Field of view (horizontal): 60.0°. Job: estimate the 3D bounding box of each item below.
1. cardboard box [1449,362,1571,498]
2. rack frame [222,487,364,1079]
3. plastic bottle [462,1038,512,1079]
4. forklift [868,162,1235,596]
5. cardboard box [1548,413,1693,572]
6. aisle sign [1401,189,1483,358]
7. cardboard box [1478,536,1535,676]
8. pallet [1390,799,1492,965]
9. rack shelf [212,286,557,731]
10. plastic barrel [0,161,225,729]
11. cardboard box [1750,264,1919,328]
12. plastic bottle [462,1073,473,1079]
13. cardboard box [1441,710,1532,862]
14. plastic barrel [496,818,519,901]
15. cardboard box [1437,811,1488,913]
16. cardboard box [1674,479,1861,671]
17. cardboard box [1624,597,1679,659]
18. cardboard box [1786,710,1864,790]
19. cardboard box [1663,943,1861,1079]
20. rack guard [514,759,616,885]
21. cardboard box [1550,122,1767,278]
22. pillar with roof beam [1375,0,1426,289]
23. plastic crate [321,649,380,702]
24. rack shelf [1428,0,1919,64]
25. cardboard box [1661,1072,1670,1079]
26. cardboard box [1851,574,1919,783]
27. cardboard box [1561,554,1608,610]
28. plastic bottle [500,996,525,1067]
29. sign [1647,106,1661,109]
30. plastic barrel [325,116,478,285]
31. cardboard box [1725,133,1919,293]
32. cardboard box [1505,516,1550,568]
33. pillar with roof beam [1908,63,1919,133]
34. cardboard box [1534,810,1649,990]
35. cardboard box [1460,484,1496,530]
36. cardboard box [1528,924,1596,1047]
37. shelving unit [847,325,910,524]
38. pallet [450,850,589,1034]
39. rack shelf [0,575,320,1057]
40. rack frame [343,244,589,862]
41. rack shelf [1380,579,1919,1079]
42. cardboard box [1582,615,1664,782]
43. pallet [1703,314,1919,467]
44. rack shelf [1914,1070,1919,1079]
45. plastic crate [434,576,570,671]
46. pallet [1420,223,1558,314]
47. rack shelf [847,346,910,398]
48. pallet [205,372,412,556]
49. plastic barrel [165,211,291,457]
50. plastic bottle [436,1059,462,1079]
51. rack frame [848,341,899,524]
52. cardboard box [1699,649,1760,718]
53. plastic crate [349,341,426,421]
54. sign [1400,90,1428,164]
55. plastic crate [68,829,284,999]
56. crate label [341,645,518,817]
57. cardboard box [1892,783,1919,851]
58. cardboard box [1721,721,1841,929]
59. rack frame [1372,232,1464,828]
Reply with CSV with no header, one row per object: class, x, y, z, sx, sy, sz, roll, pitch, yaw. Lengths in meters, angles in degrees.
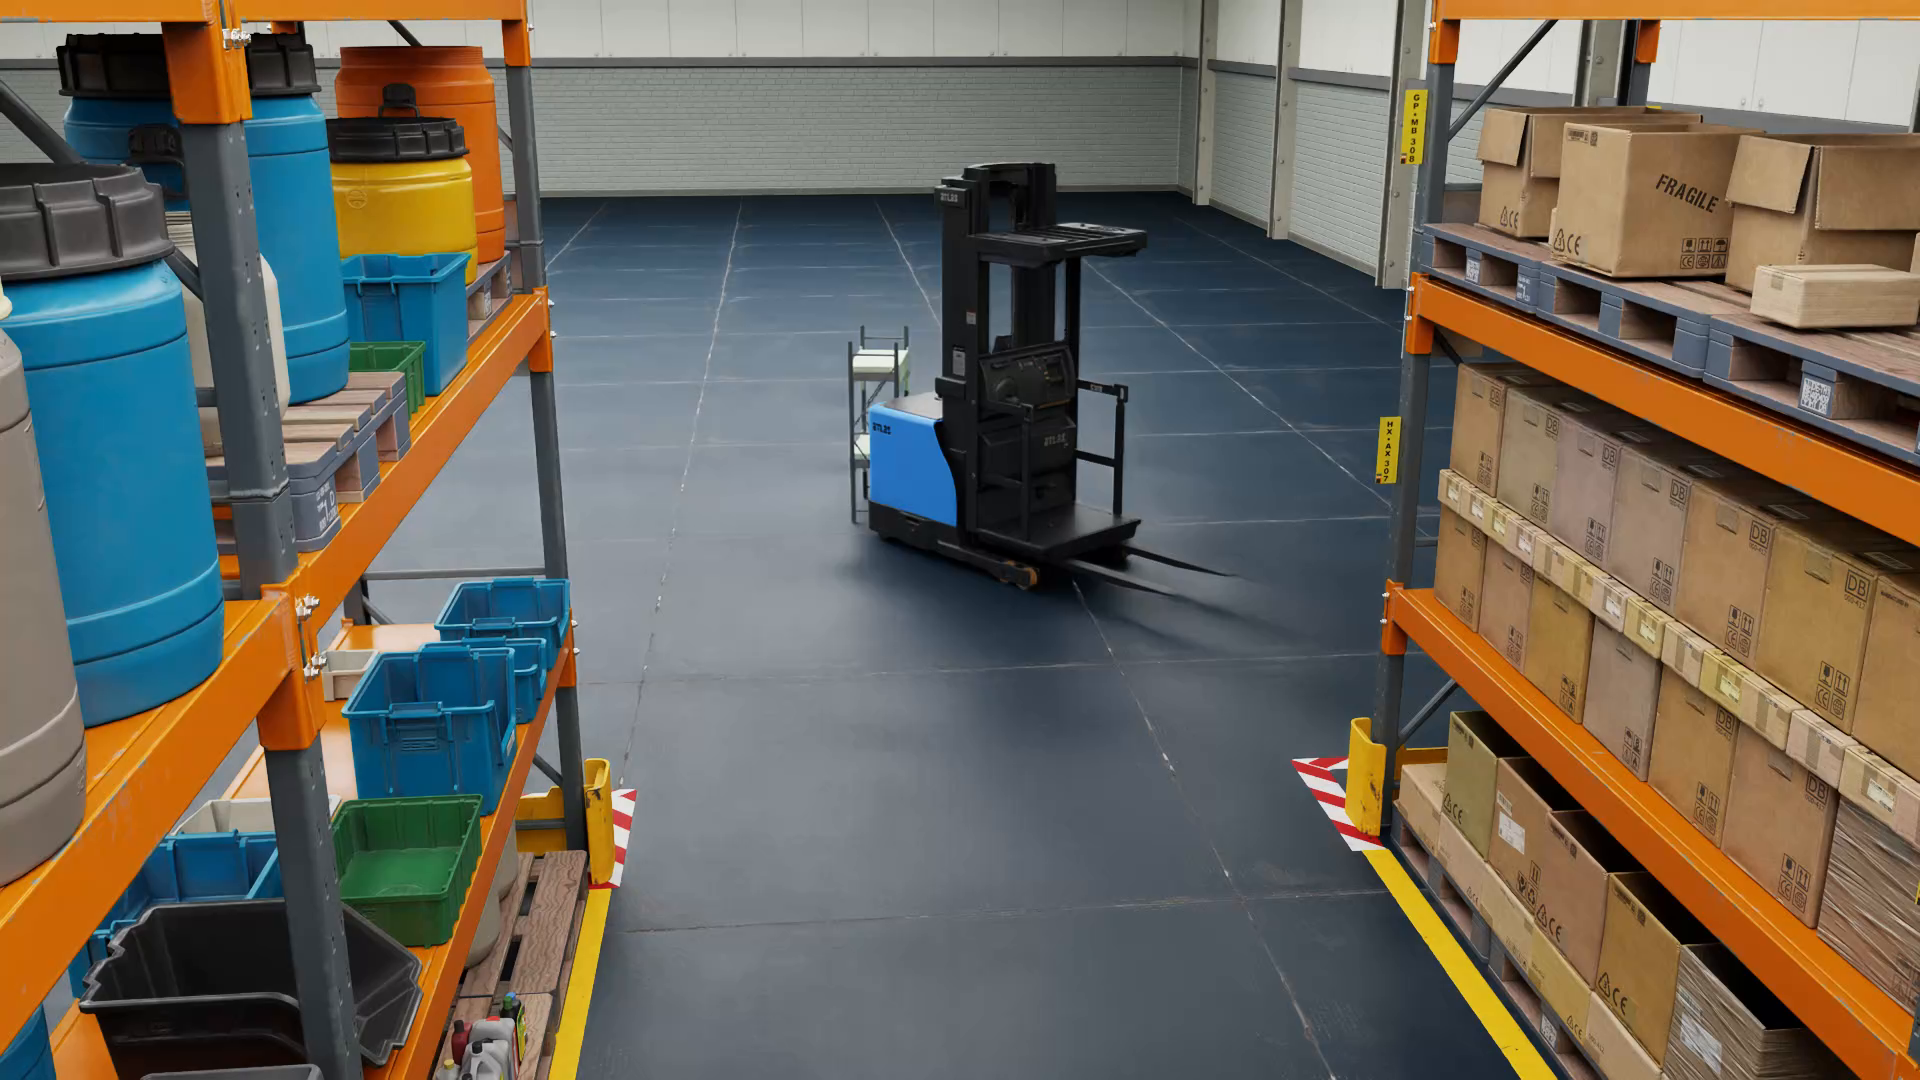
cardboard box,2.643,-0.505,7.445,0.700,0.500,0.500,-2,18,-5
rack frame,-1.912,1.350,3.869,1.000,3.000,0.127,-2,18,-6
plastic bottle,-1.686,1.899,5.934,0.152,0.276,0.135,-2,18,-7
forklift,0.650,-1.209,12.136,1.130,2.935,3.031,-16,23,-41
cardboard box,2.756,-0.198,6.468,0.700,0.500,0.500,-2,18,-5
aisle sign,2.291,-1.244,7.792,0.394,0.787,0.004,-2,18,-6
cardboard box,2.697,0.254,7.192,0.700,0.500,0.500,-1,17,-4
pallet,2.723,1.563,7.845,1.003,0.211,1.213,-2,18,-6
rack shelf,-2.119,-0.334,5.426,1.077,0.370,4.000,-2,18,-6
plastic barrel,-1.644,-0.176,2.884,0.600,0.901,0.708,-2,18,-6
cardboard box,2.619,-0.731,4.975,0.380,0.149,0.250,-2,18,-6
plastic bottle,-1.646,1.968,5.590,0.144,0.351,0.185,-2,18,-6
cardboard box,2.490,1.076,7.381,0.500,0.500,0.500,-2,18,-6
plastic barrel,-2.181,1.339,7.358,0.421,0.512,0.421,0,17,0
cardboard box,2.492,1.433,7.493,0.500,0.250,0.500,-2,18,-6
cardboard box,2.859,0.100,5.519,0.700,0.500,0.500,-2,18,-6
cardboard box,2.614,0.309,5.935,0.380,0.149,0.250,-1,17,-4
cardboard box,2.721,0.615,4.961,0.380,0.149,0.250,-2,18,-7
cardboard box,2.710,1.671,5.484,0.500,0.500,0.500,-2,18,-6
rack guard,-2.270,1.372,7.972,1.175,0.500,0.348,-2,18,-6
cardboard box,2.502,-1.236,5.998,0.500,0.500,0.500,-2,18,-6
pillar with roof beam,2.323,-8.058,23.821,9.100,9.000,0.400,-2,18,-6
plastic crate,-2.553,0.561,6.824,0.298,0.136,0.250,-2,18,-6
rack shelf,2.809,-1.726,5.520,1.077,0.370,4.000,-2,18,-6
cardboard box,2.708,2.029,5.596,0.500,0.250,0.500,-2,18,-6
cardboard box,2.963,0.399,4.564,0.700,0.500,0.500,-2,18,-5
cardboard box,2.564,0.156,6.421,0.380,0.149,0.250,-2,18,-6
plastic bottle,-1.669,1.812,6.197,0.061,0.283,0.133,-1,17,-4
sign,3.144,-1.822,7.619,0.100,0.325,0.005,-2,18,-6
plastic barrel,-2.081,-1.227,6.055,0.600,0.588,0.600,0,17,0
cardboard box,2.971,-1.044,5.380,0.797,0.503,0.637,0,17,0
cardboard box,2.507,0.001,6.917,0.380,0.149,0.250,-2,18,-6
pillar with roof beam,3.561,-4.483,12.433,9.100,9.000,0.400,-2,18,-6
cardboard box,2.589,1.374,6.431,0.500,0.500,0.500,-2,18,-6
cardboard box,2.459,-0.149,7.393,0.380,0.149,0.250,-2,18,-7
cardboard box,2.590,1.731,6.544,0.500,0.250,0.500,-2,18,-6
shelving unit,-0.659,-0.960,13.732,0.431,1.500,0.755,1,17,4
pallet,-2.192,1.752,7.244,1.003,0.211,1.213,-2,18,-6
rack shelf,-1.706,0.858,1.630,1.077,0.370,4.000,-2,18,-6
rack frame,-2.325,0.158,7.665,1.000,3.000,0.127,-2,18,-6
rack shelf,2.809,0.945,6.359,1.077,0.370,4.000,-2,18,-6
cardboard box,2.800,0.559,6.221,0.700,0.500,0.500,-1,17,-4
pallet,2.901,-0.444,4.724,1.003,0.211,1.213,-2,18,-6
rack shelf,3.221,2.137,2.563,1.077,0.370,4.000,-2,18,-6
plastic crate,-1.976,0.369,7.242,0.499,0.251,0.616,-2,18,-6
pallet,2.650,-1.171,7.039,1.003,0.211,1.213,-2,18,-6
rack shelf,-0.659,-1.333,13.615,0.431,0.370,0.720,1,17,4
pallet,-2.084,-0.203,4.123,1.213,0.211,1.003,-2,18,-6
plastic barrel,-1.761,-0.469,3.768,0.421,0.512,0.421,0,17,0
plastic bottle,-1.808,1.944,5.915,0.097,0.201,0.097,0,17,0
rack frame,-0.687,-0.851,13.384,0.400,1.500,0.023,1,17,4
cardboard box,2.671,0.463,5.444,0.380,0.149,0.250,-2,18,-6
plastic crate,-1.804,-0.459,4.976,0.336,0.188,0.450,-2,18,-6
sign,2.050,-1.864,7.508,0.100,0.325,0.005,-2,18,-6
plastic crate,-2.297,1.100,4.915,0.499,0.251,0.616,-2,18,-6
crate label,-1.866,0.681,5.940,0.502,0.435,0.616,-2,18,-6
cardboard box,2.774,0.766,4.478,0.380,0.149,0.250,-2,18,-6
cardboard box,2.902,0.861,5.259,0.700,0.500,0.500,-2,18,-6
rack frame,2.602,0.006,8.149,1.000,3.000,0.127,-2,18,-6
